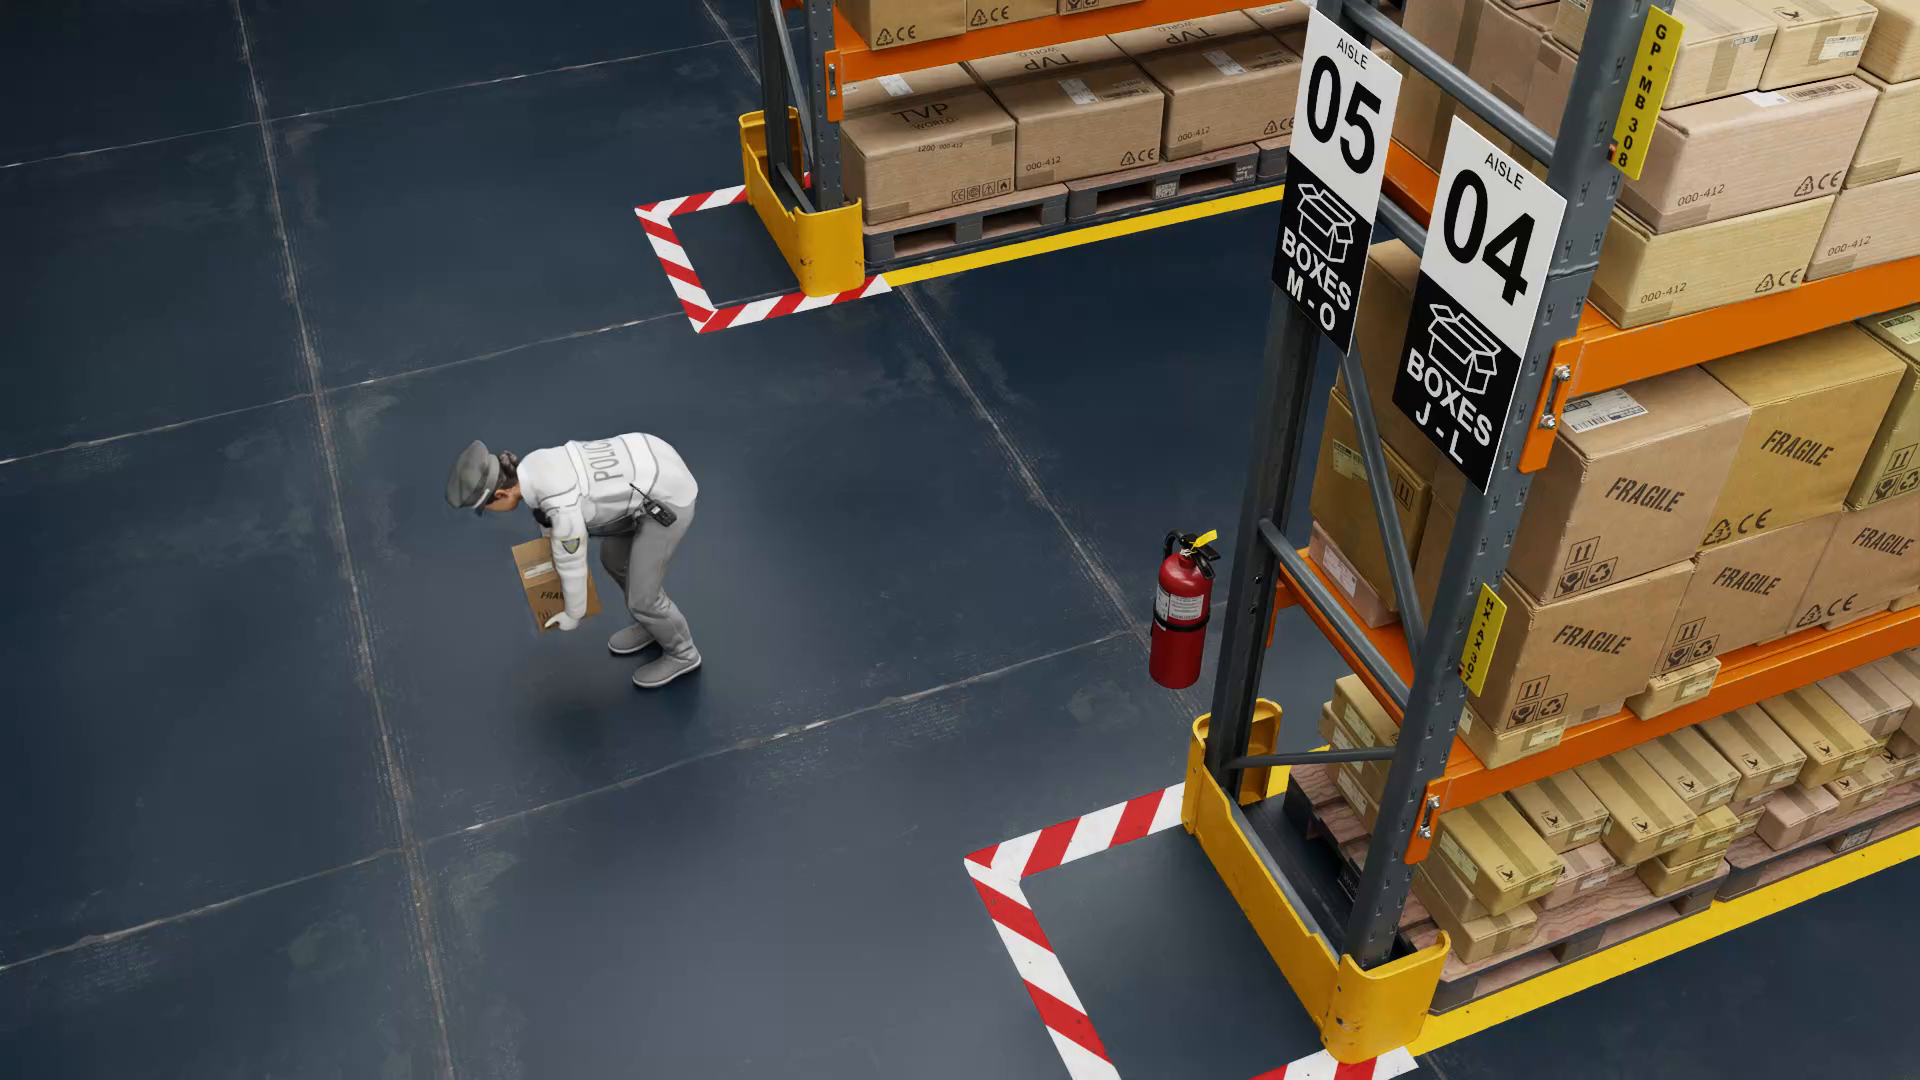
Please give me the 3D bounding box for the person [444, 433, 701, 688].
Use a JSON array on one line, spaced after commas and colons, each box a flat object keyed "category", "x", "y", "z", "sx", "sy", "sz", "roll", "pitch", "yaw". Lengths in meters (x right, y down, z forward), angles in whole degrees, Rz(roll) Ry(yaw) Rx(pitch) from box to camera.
[{"category": "person", "x": -1.436, "y": 0.072, "z": 6.402, "sx": 0.906, "sy": 1.238, "sz": 0.399, "roll": -17, "pitch": 45, "yaw": -18}]
